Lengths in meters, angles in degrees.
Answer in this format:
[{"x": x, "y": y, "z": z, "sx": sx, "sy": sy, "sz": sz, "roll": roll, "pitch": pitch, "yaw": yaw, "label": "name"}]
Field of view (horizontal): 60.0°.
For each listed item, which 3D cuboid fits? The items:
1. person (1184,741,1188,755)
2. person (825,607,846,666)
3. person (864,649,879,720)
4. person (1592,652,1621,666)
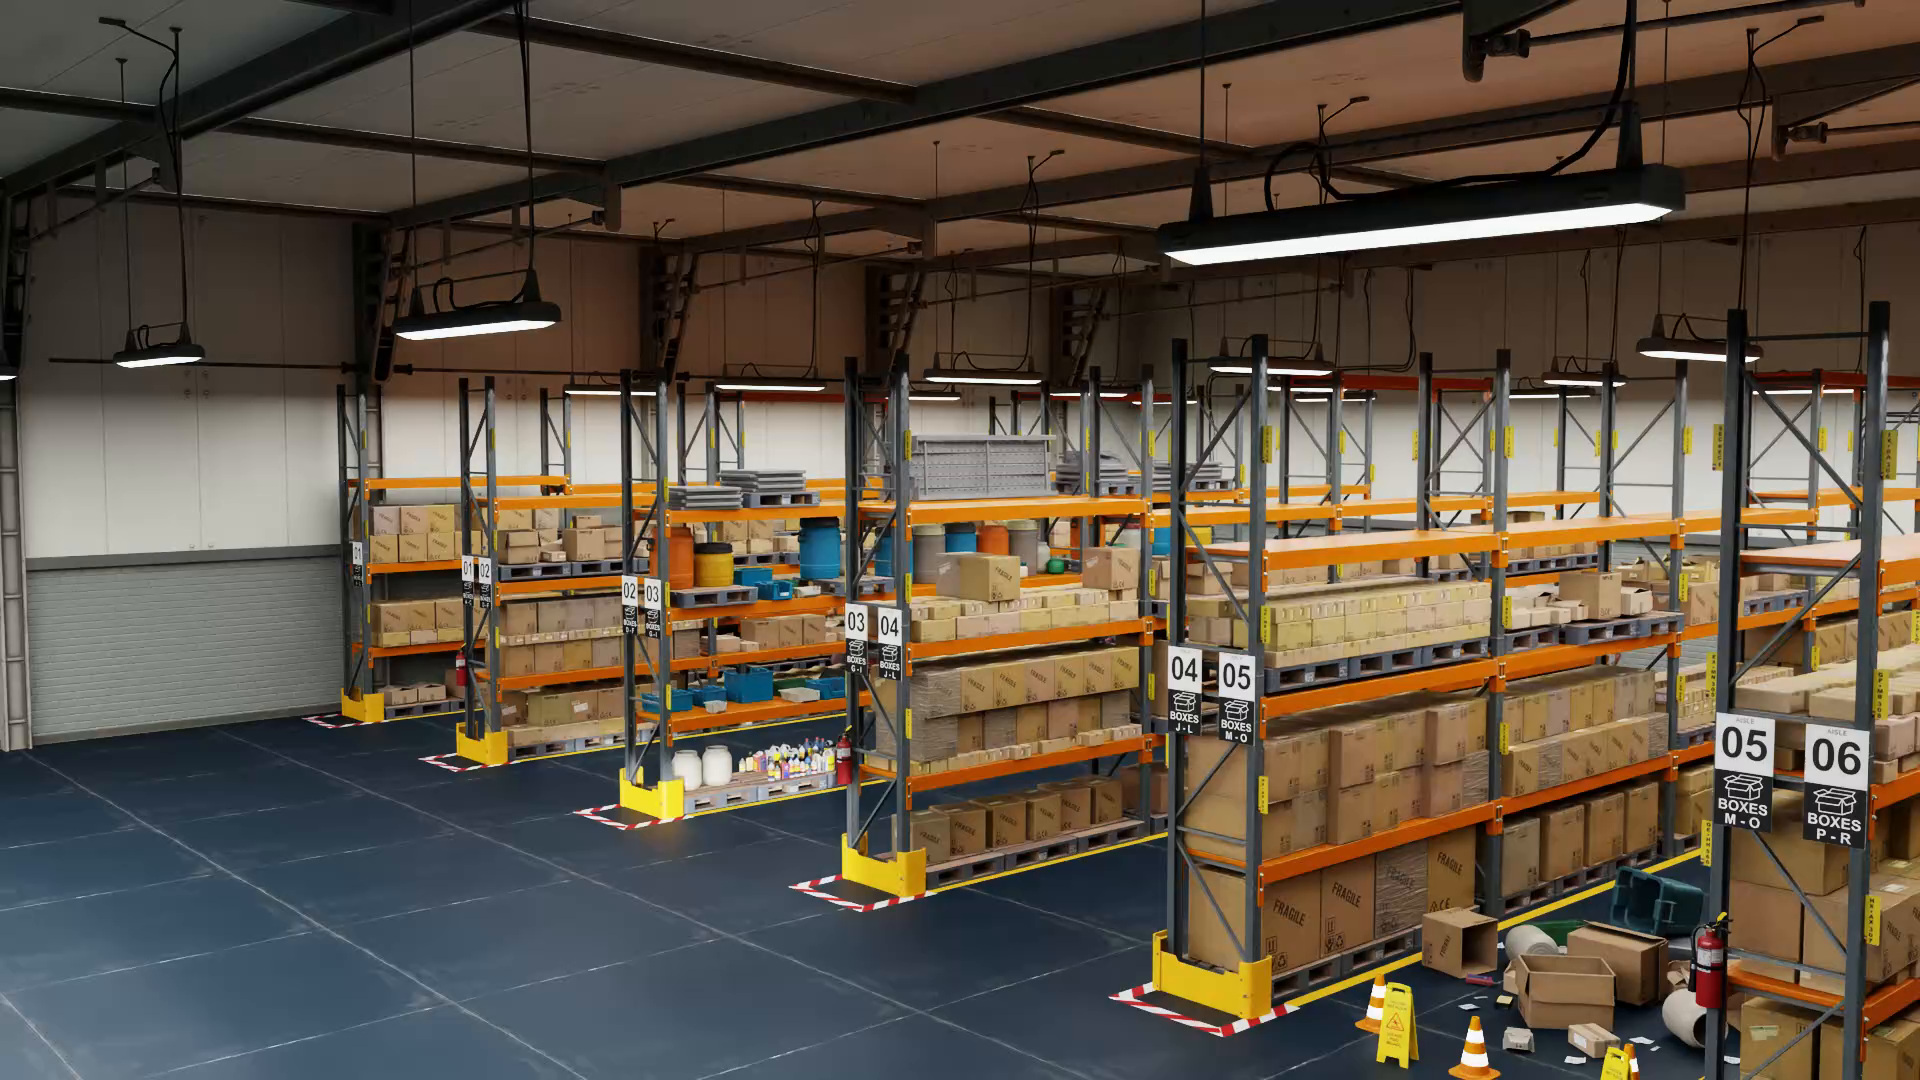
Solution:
[{"x": 3.730, "y": 2.758, "z": 25.185, "sx": 0.988, "sy": 1.522, "sz": 0.558, "roll": -2, "pitch": 4, "yaw": -33, "label": "person"}, {"x": -2.568, "y": 2.108, "z": 33.677, "sx": 0.575, "sy": 1.631, "sz": 0.991, "roll": 3, "pitch": 5, "yaw": 39, "label": "person"}, {"x": -1.426, "y": 2.413, "z": 29.115, "sx": 0.797, "sy": 1.663, "sz": 0.662, "roll": -2, "pitch": 4, "yaw": -32, "label": "person"}, {"x": 11.882, "y": 2.357, "z": 30.902, "sx": 0.694, "sy": 1.578, "sz": 1.110, "roll": 0, "pitch": 4, "yaw": 4, "label": "person"}]
